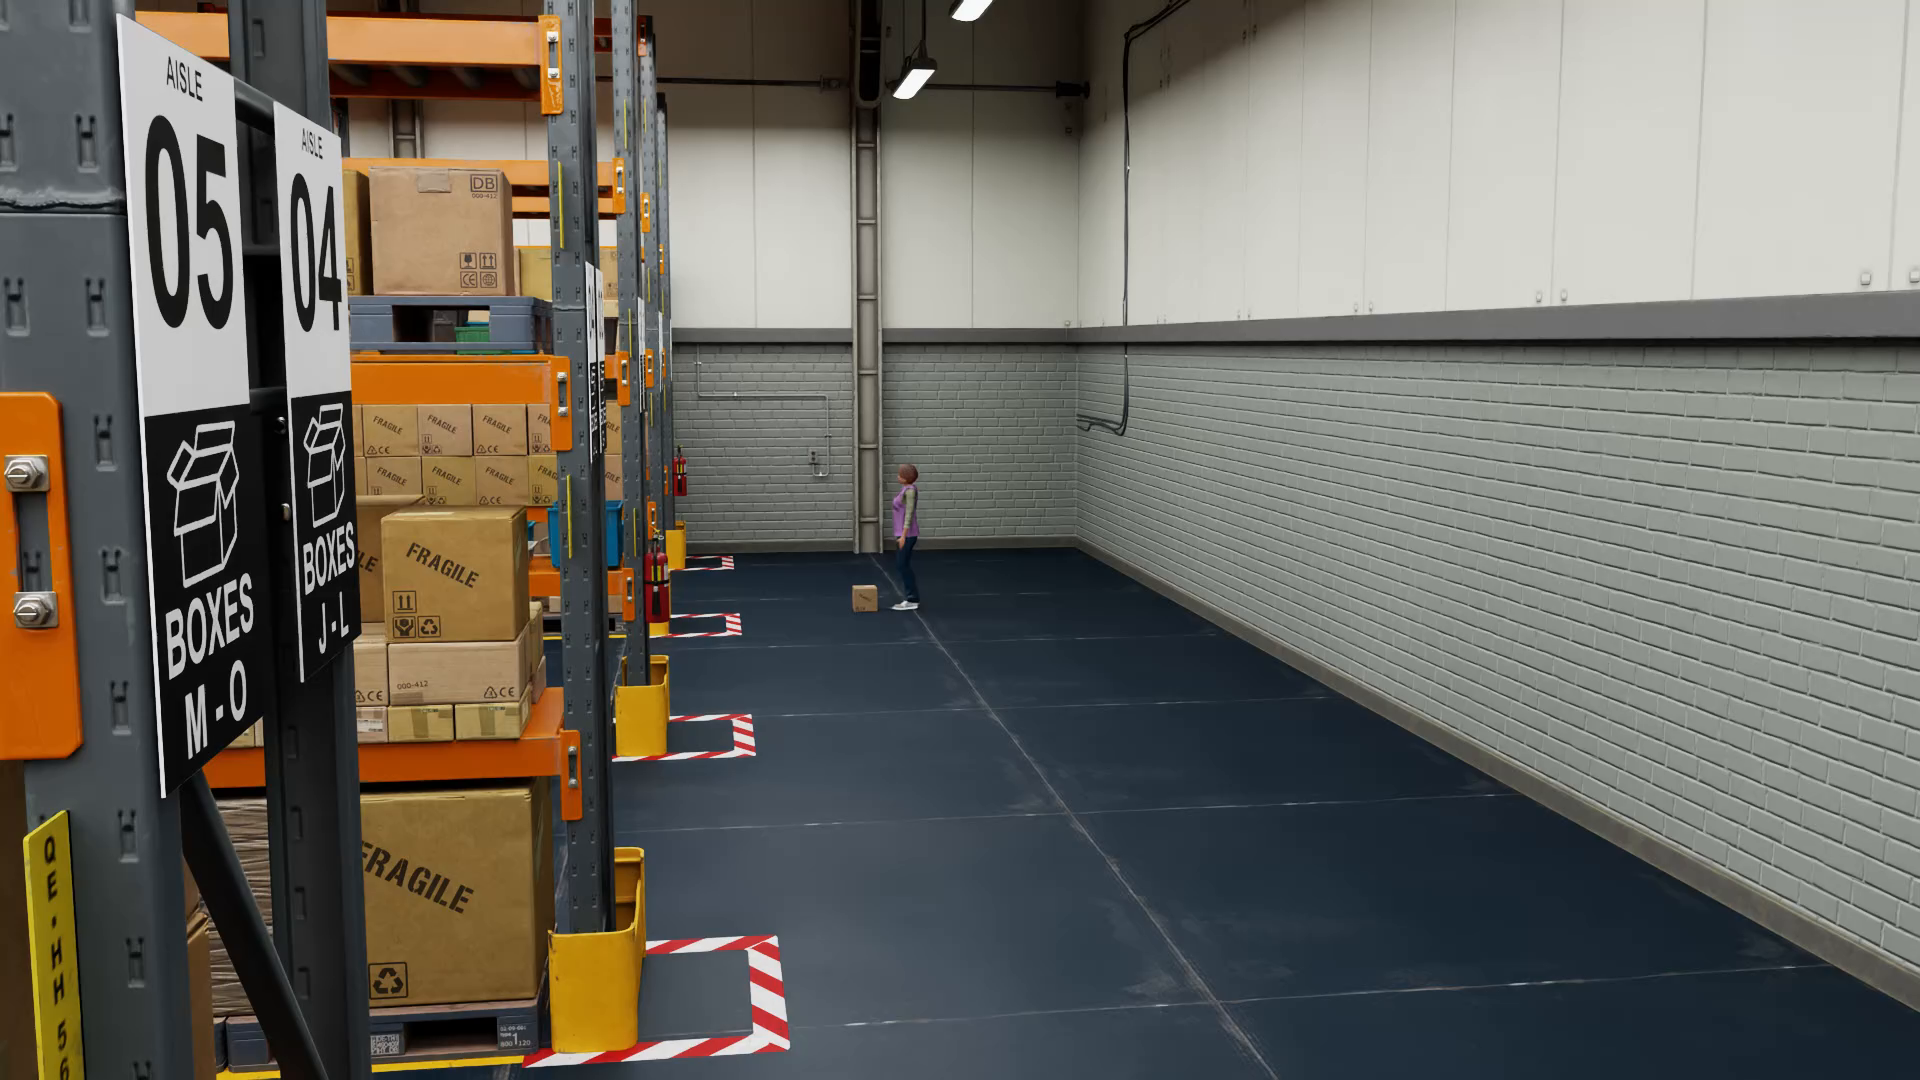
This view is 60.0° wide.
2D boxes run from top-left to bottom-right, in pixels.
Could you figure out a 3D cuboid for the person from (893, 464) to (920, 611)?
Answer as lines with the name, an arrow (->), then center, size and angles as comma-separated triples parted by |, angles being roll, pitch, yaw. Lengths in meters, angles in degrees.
person -> -0.585, -0.022, 18.097 | 0.306, 1.622, 0.418 | -1, 7, -7
